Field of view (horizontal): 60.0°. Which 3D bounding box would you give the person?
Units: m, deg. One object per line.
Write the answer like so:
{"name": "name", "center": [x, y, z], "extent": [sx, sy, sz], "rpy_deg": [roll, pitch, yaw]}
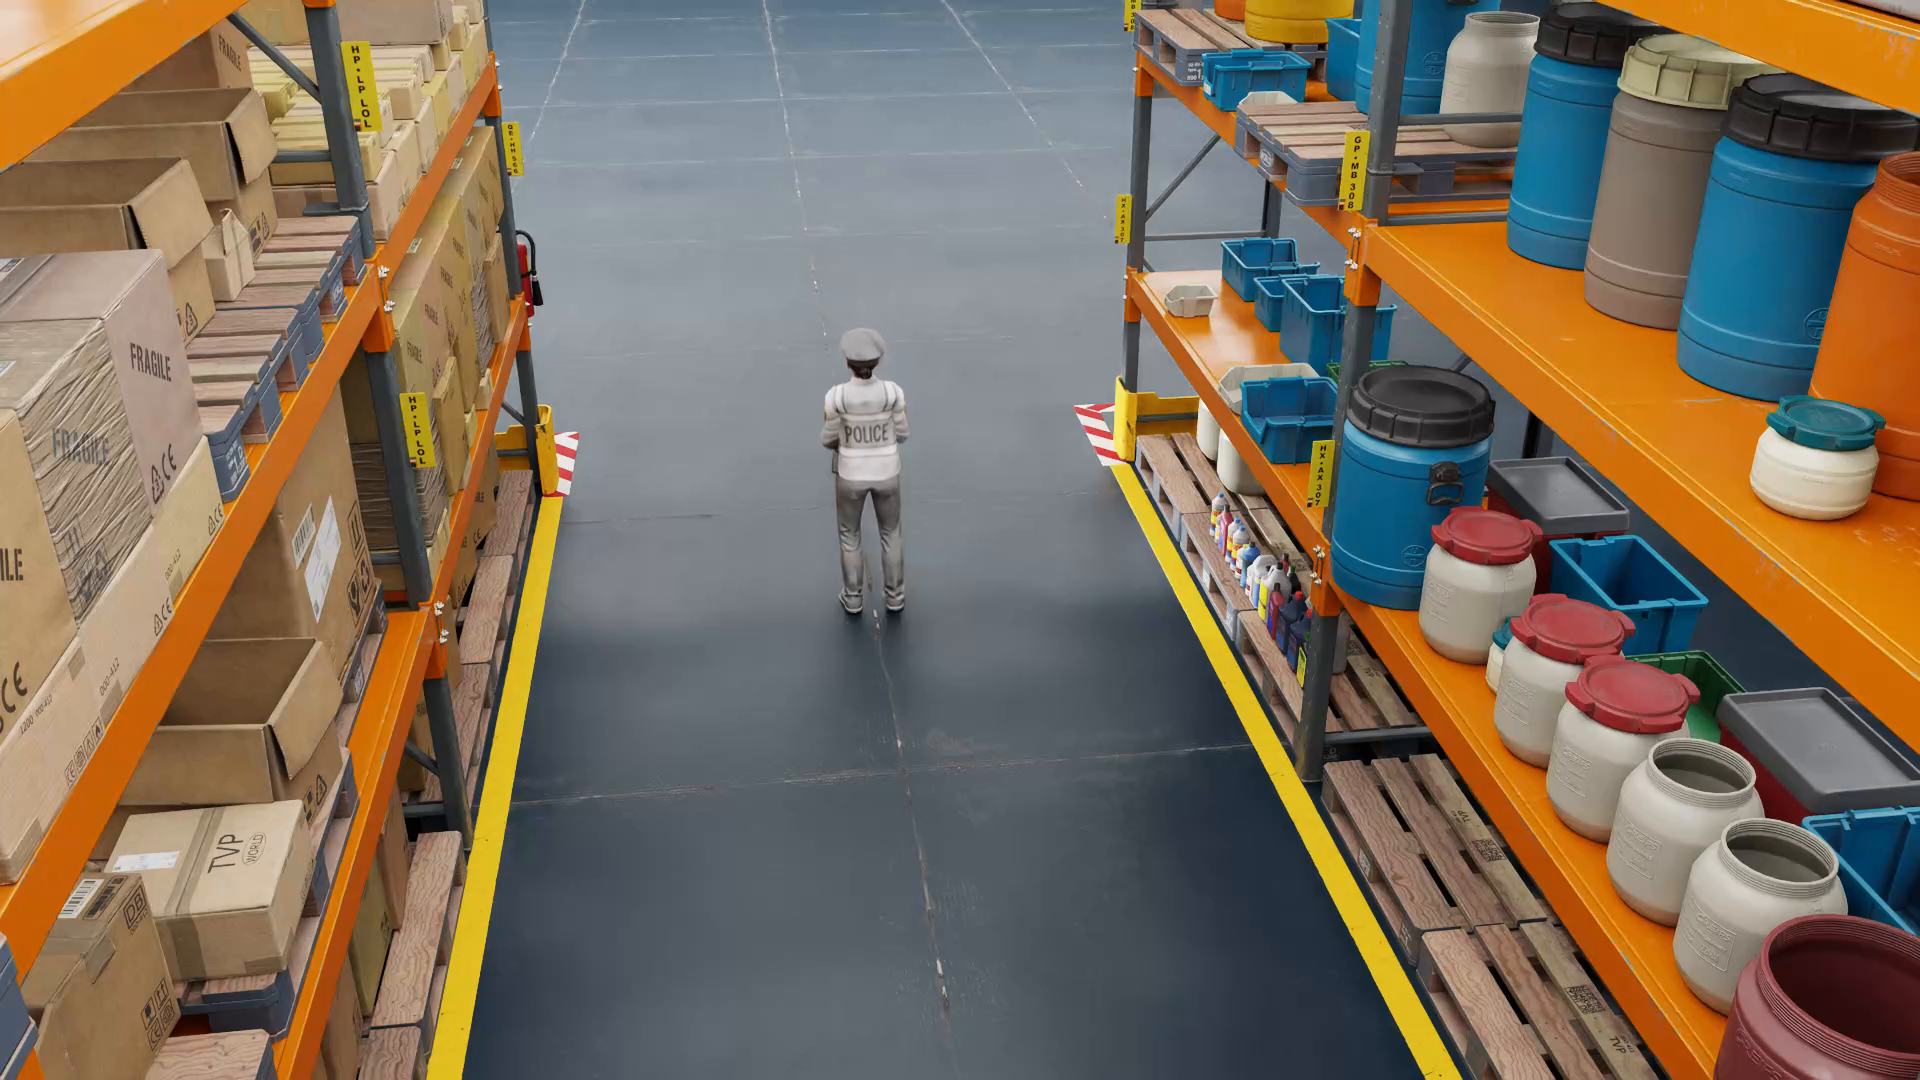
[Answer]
{"name": "person", "center": [-0.532, -0.402, 9.362], "extent": [0.489, 1.692, 0.489], "rpy_deg": [-4, 28, -7]}
